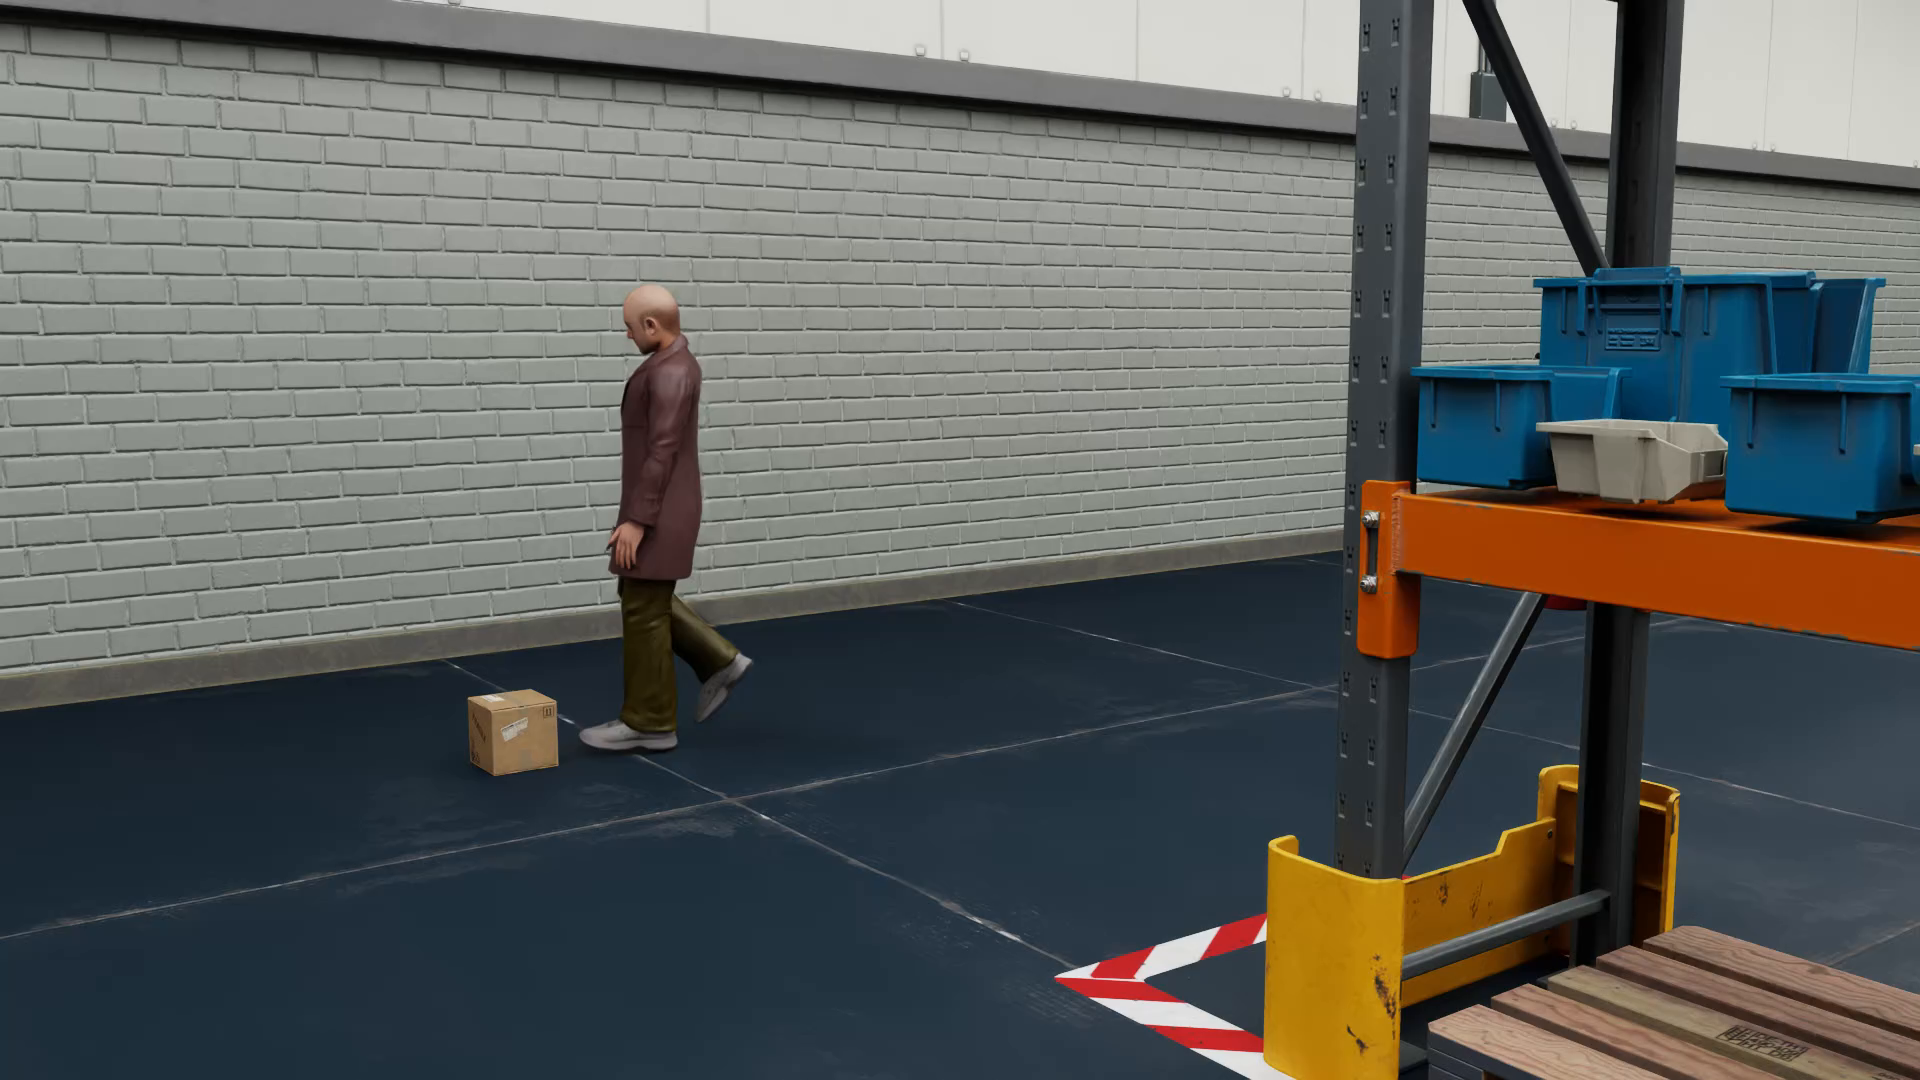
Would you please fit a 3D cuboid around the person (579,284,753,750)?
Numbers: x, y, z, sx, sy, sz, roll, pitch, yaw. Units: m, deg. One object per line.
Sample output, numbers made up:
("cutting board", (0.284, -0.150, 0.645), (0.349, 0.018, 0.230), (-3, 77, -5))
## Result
("person", (-1.140, -0.087, 6.393), (0.658, 1.768, 0.611), (-1, 8, -5))
